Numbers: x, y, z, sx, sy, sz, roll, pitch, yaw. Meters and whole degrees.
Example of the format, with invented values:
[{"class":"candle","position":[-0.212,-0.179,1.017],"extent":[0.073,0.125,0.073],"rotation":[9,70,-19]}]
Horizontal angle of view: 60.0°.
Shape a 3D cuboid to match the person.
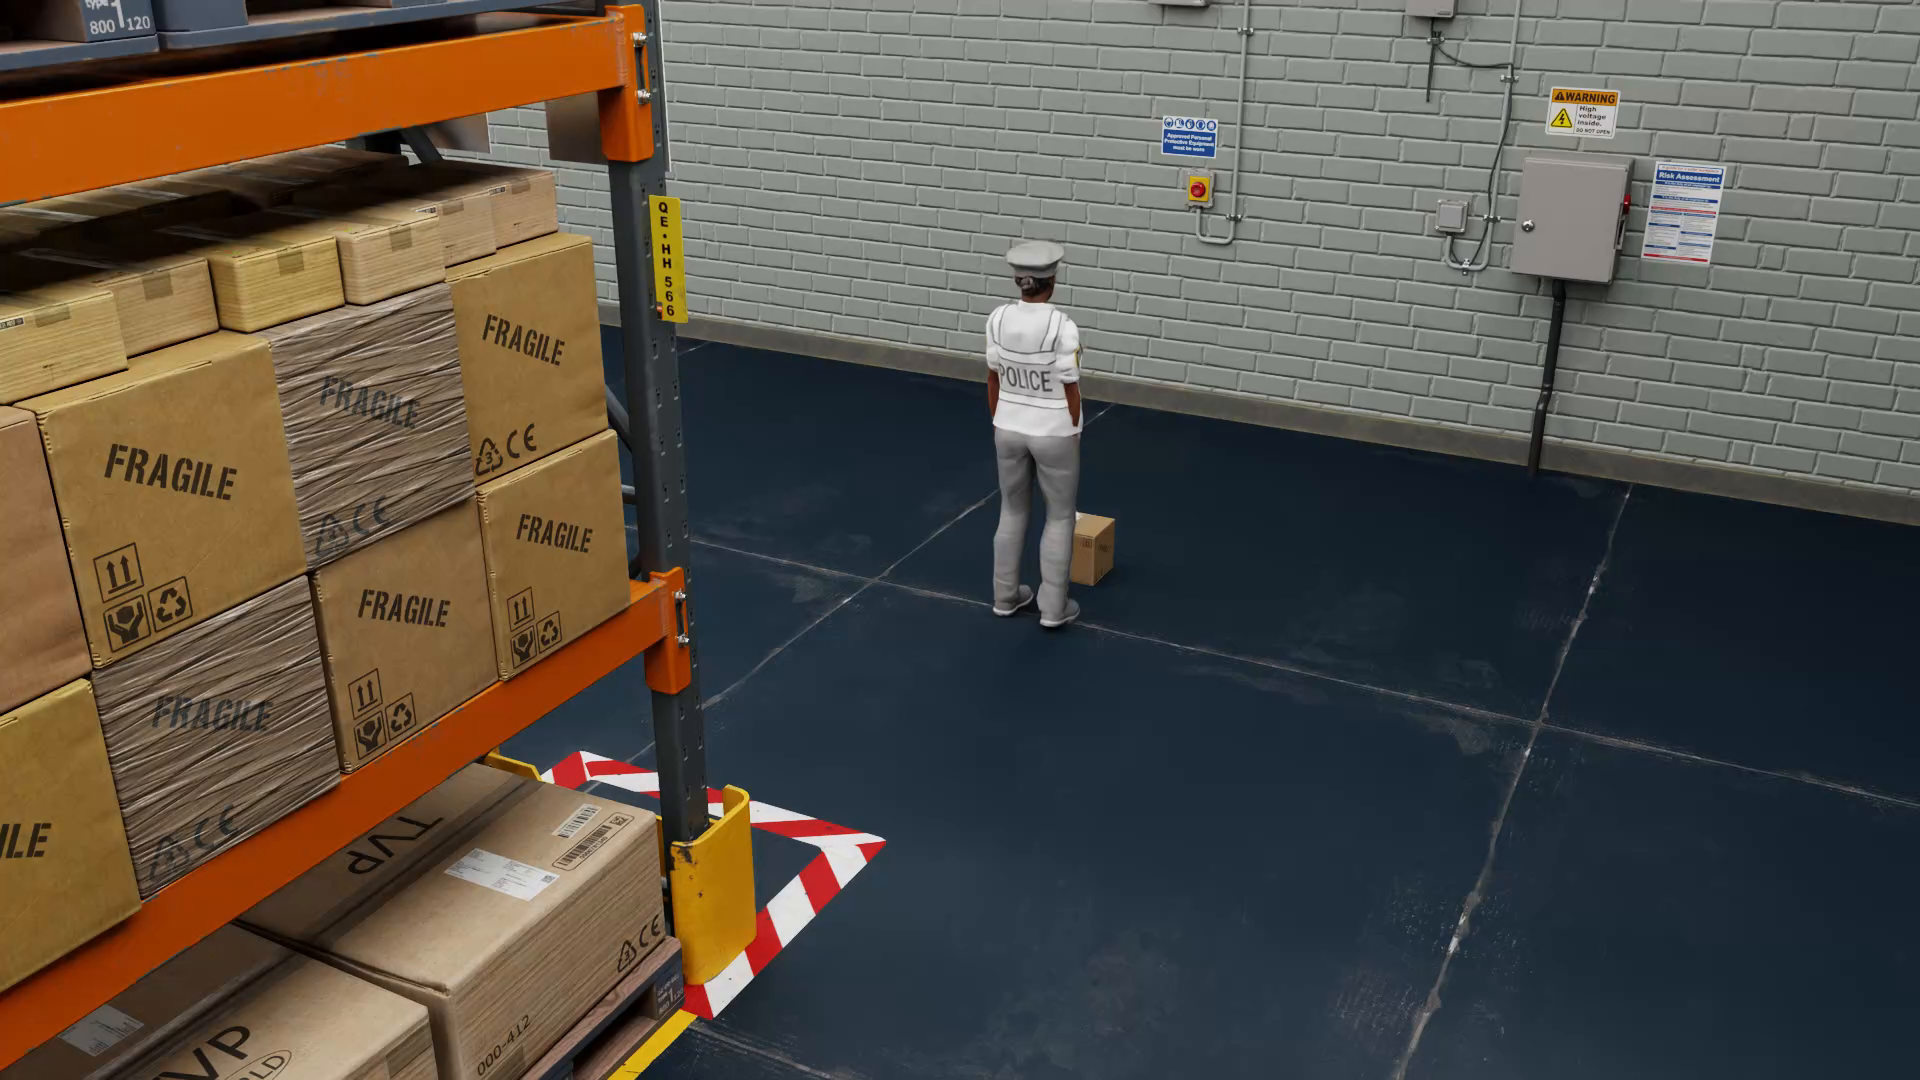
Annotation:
[{"class":"person","position":[0.322,-0.440,7.159],"extent":[0.438,1.669,0.341],"rotation":[12,26,26]}]
